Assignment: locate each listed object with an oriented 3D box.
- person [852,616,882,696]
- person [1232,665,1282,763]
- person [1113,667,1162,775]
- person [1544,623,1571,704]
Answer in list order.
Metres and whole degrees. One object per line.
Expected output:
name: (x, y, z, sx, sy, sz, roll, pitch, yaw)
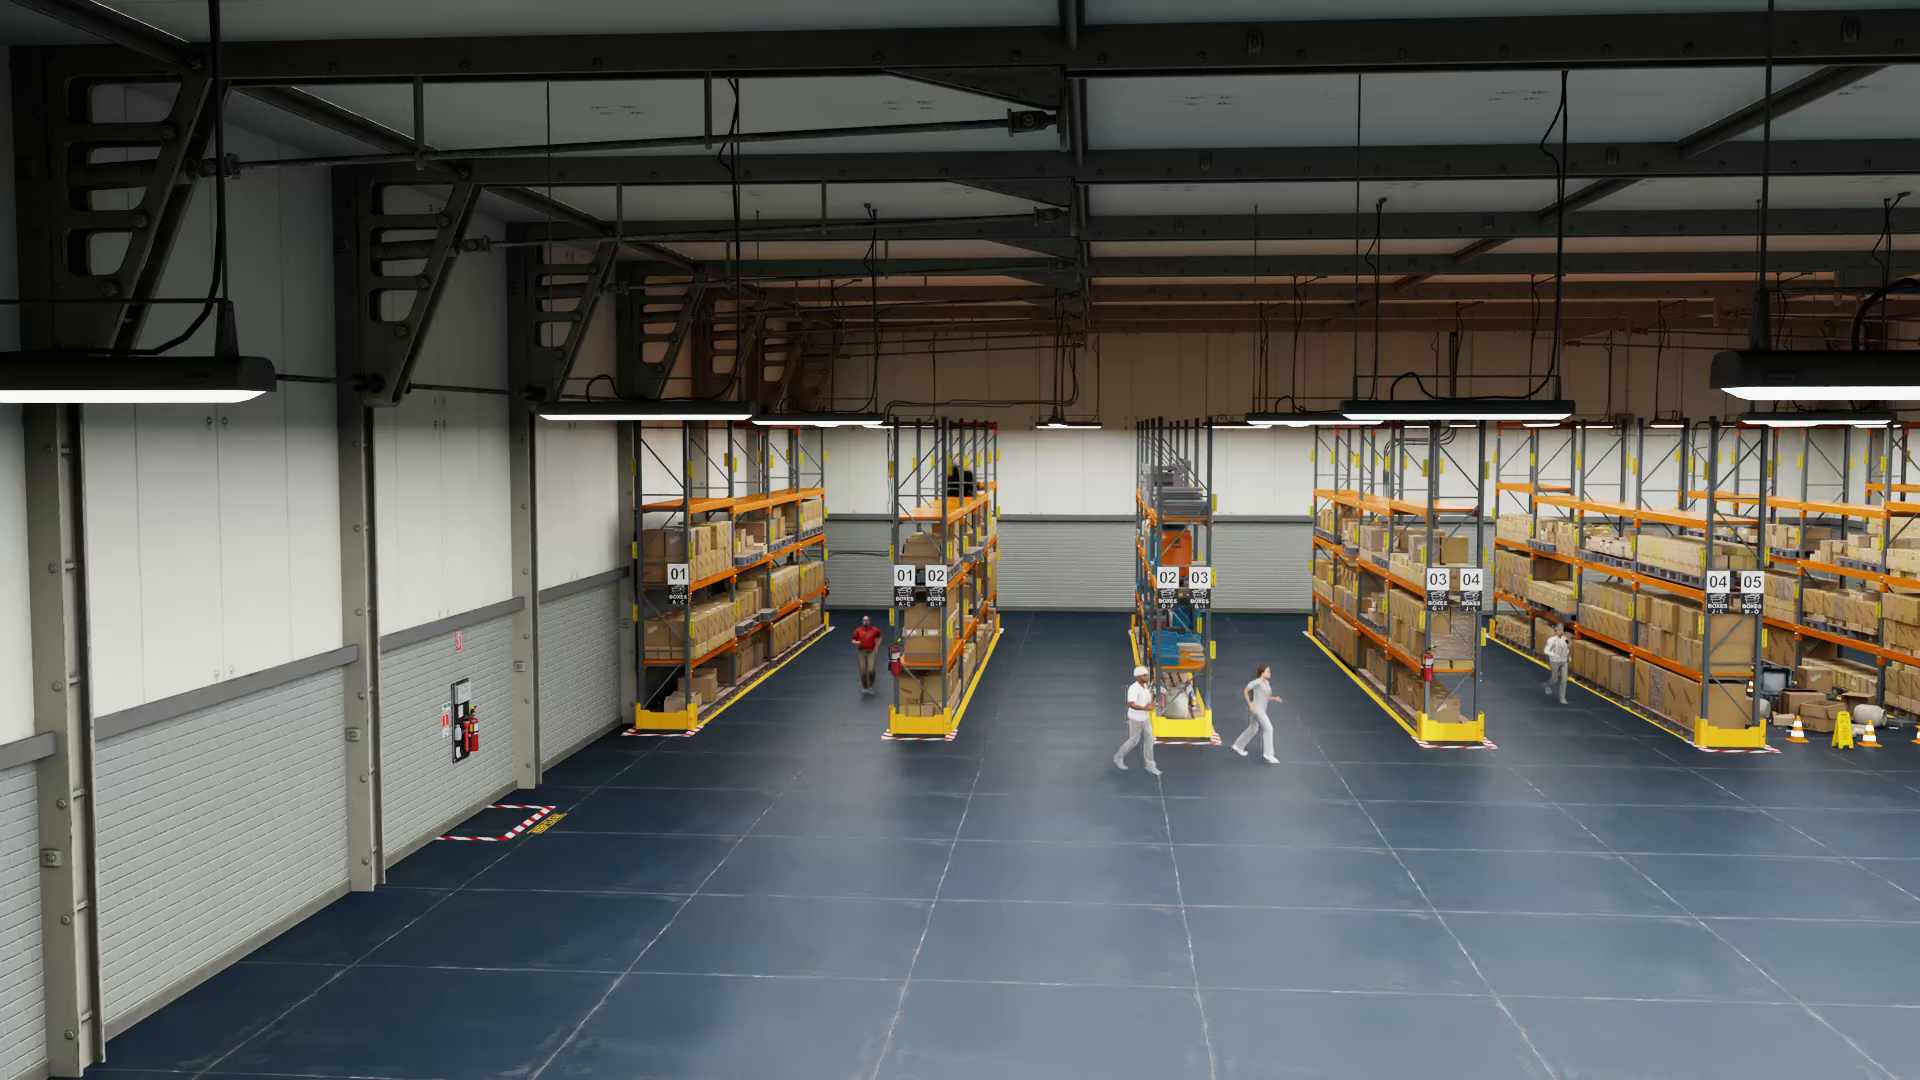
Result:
person: (-2.022, 2.525, 36.060, 0.643, 1.754, 0.676, 0, 4, 0)
person: (5.162, 3.006, 28.946, 0.892, 1.701, 0.494, 2, 4, 27)
person: (2.984, 3.018, 27.860, 0.835, 1.814, 0.721, 2, 4, 30)
person: (12.631, 2.586, 35.070, 0.618, 1.663, 0.890, 0, 4, -5)
